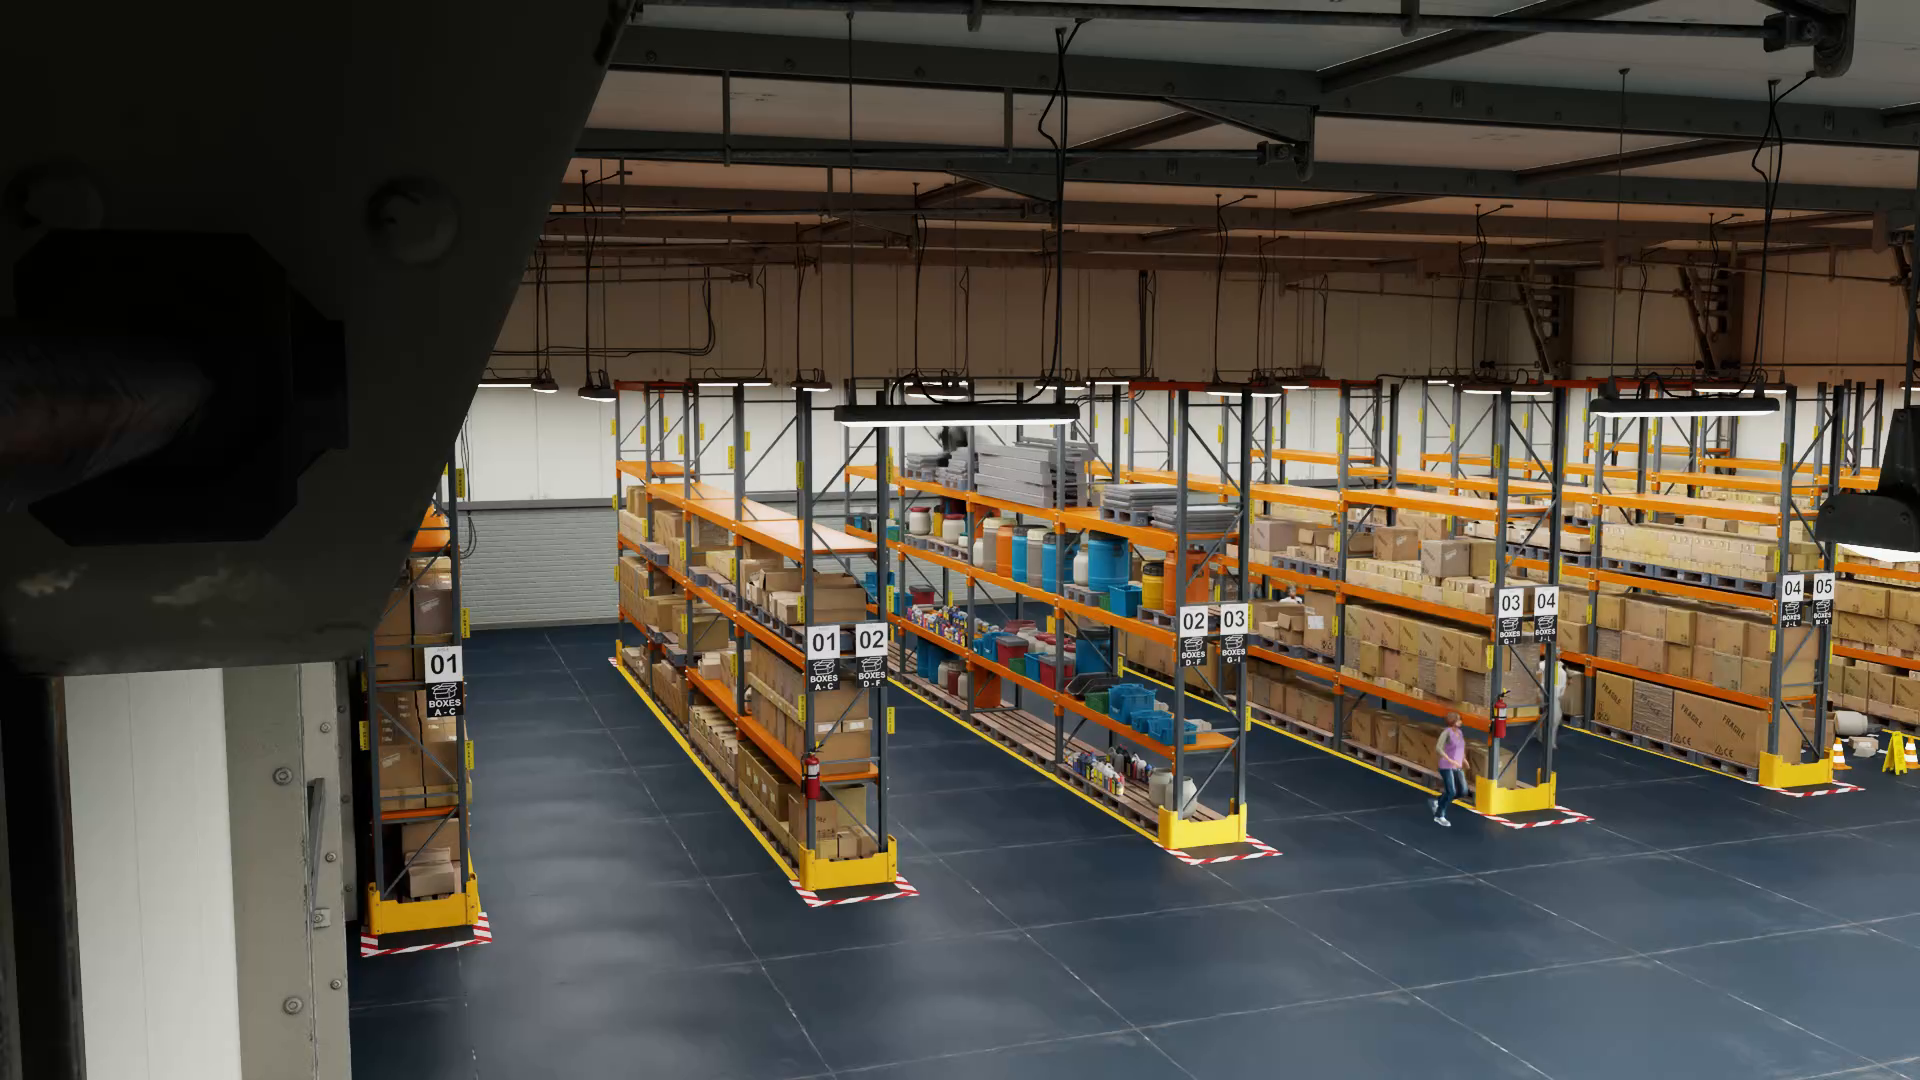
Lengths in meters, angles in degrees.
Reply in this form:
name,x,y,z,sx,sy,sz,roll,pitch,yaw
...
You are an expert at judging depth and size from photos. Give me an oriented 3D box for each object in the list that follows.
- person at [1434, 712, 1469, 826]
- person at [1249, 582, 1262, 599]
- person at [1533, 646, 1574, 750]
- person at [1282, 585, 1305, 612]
name,x,y,z,sx,sy,sz,roll,pitch,yaw
person,6.789,3.148,22.933,0.614,1.556,0.473,-5,8,-38
person,7.484,1.031,41.718,0.959,1.751,0.723,-4,7,-33
person,9.815,2.607,27.582,0.582,1.720,0.738,-4,7,-35
person,7.090,1.764,35.471,0.631,1.669,0.581,-1,6,-10
